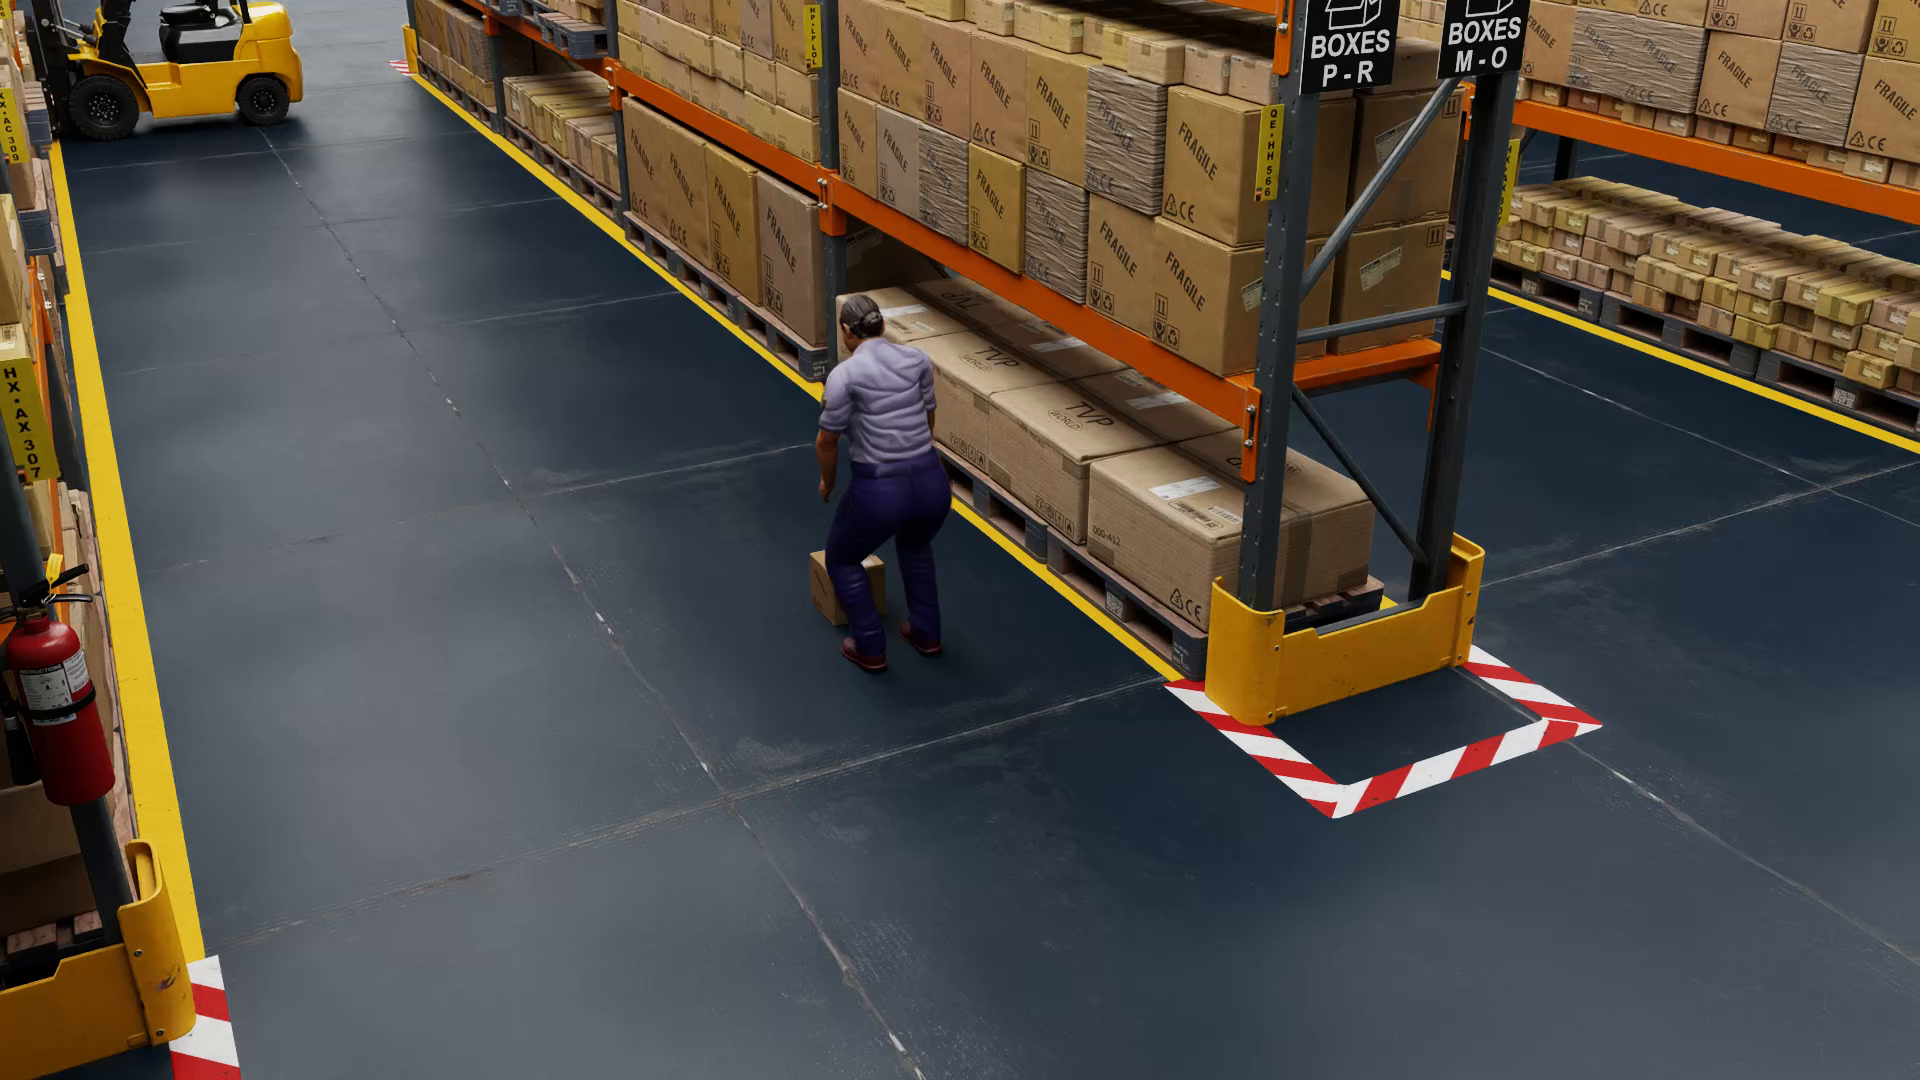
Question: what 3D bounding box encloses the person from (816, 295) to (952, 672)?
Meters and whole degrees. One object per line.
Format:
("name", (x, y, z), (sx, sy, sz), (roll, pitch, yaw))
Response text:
("person", (-0.314, -0.204, 6.705), (0.519, 1.528, 0.507), (-12, 28, -24))
